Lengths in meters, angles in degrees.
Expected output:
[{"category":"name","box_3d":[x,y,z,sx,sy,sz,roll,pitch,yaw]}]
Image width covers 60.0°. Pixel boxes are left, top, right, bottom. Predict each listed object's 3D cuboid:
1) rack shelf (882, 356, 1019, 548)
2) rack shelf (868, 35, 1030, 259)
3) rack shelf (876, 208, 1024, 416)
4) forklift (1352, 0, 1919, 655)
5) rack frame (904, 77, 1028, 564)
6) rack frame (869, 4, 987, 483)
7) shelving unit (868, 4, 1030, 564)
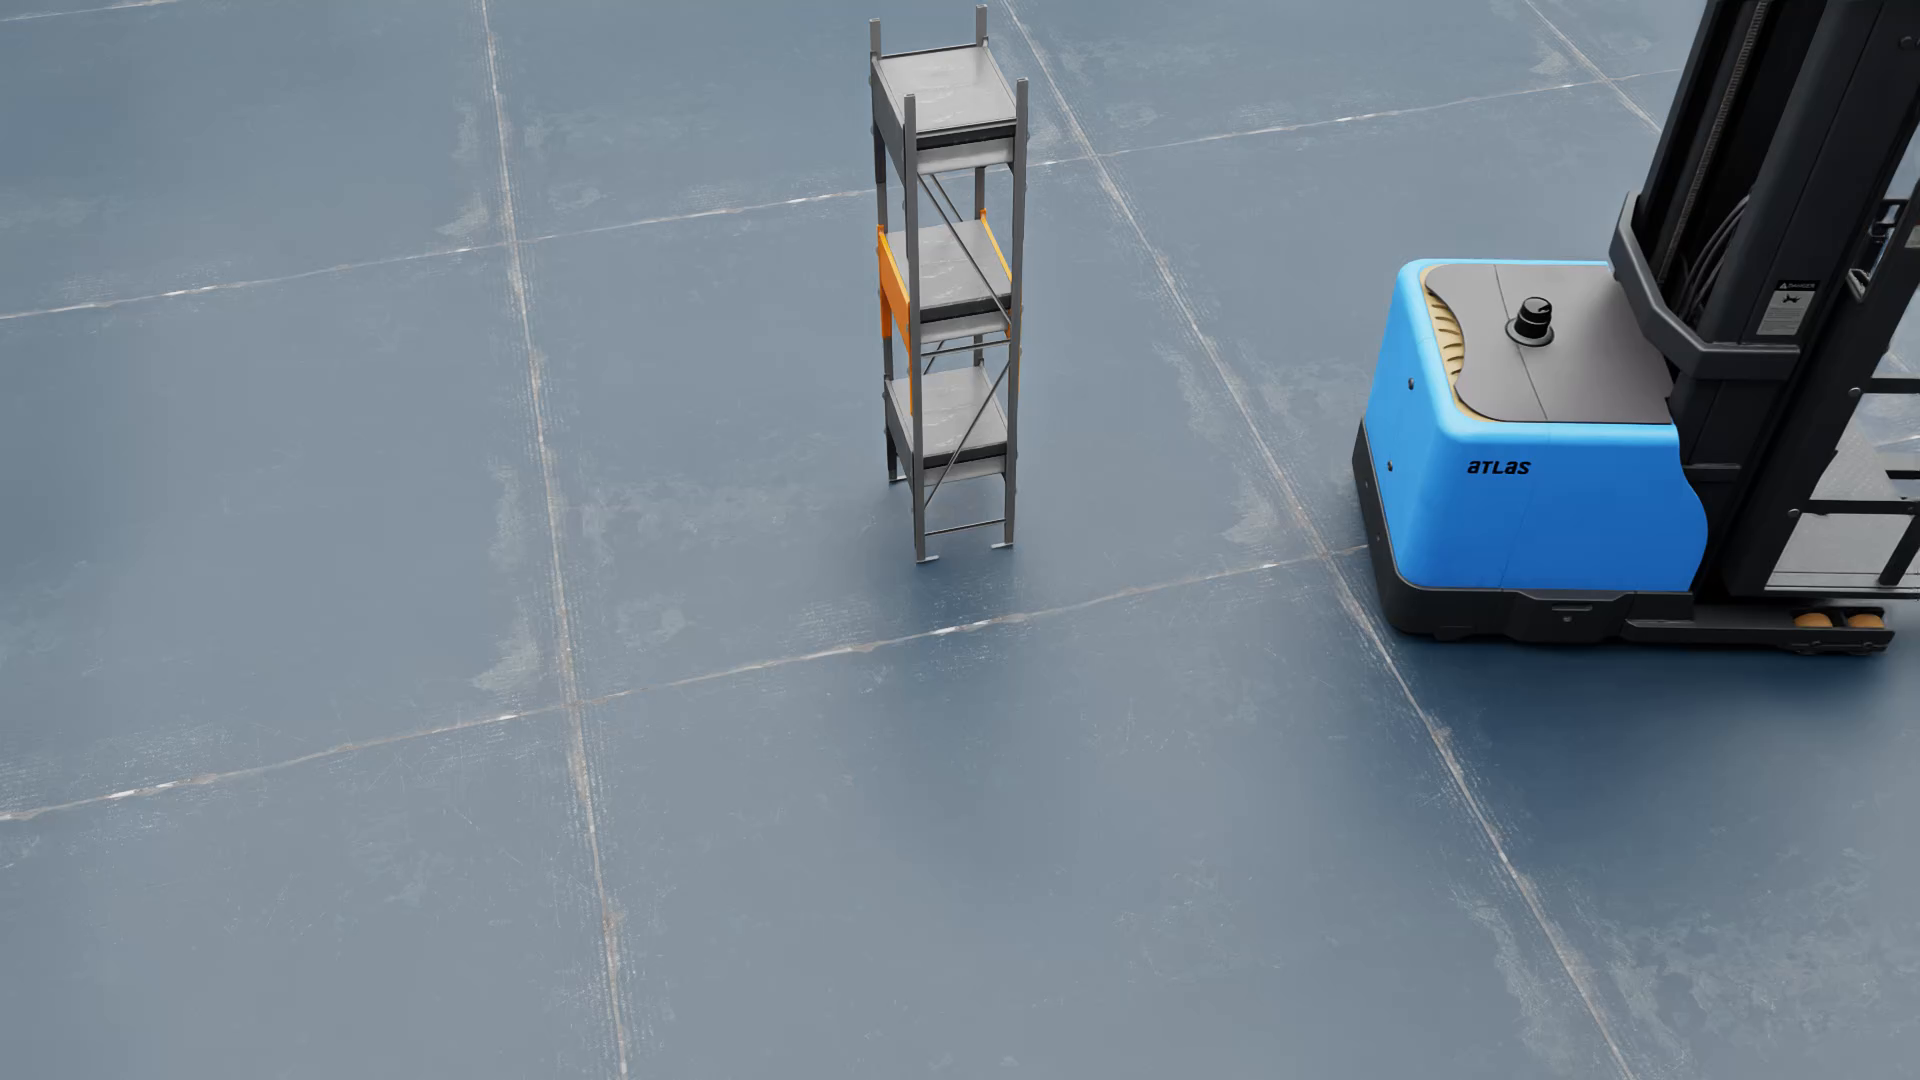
[{"category":"rack shelf","box_3d":[-0.042,-0.350,6.622,0.431,0.518,0.480,-11,47,-10]},{"category":"rack shelf","box_3d":[-0.042,-1.330,5.622,0.431,0.518,0.480,-11,47,-10]},{"category":"rack shelf","box_3d":[-0.042,-0.840,6.122,0.431,0.518,0.480,-11,47,-10]},{"category":"forklift","box_3d":[3.146,-0.976,5.654,3.031,2.935,1.130,1,46,1]},{"category":"rack frame","box_3d":[0.020,-0.681,5.947,0.400,2.100,0.015,-11,47,-10]},{"category":"rack frame","box_3d":[-0.105,-1.018,6.277,0.400,2.100,0.015,-11,47,-10]},{"category":"shelving unit","box_3d":[-0.042,-0.849,6.112,0.431,2.100,0.503,-11,47,-10]}]
